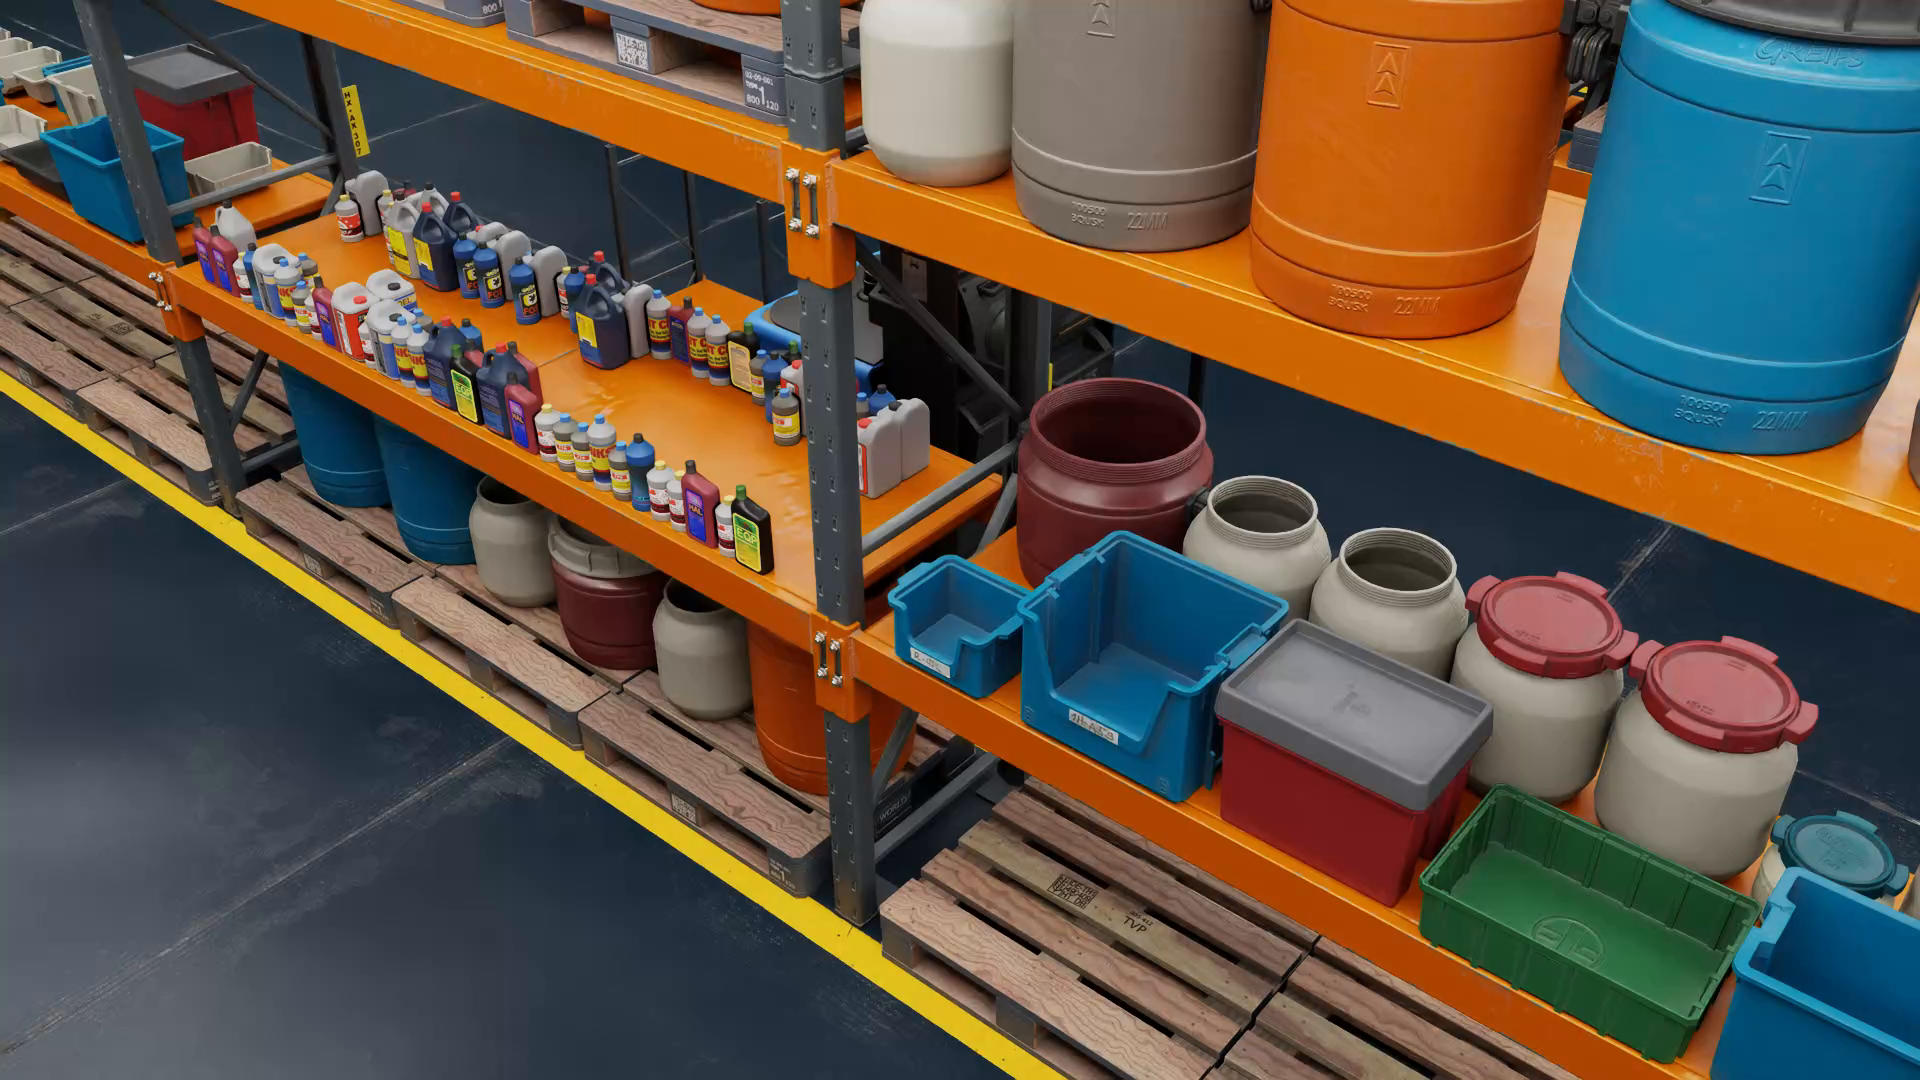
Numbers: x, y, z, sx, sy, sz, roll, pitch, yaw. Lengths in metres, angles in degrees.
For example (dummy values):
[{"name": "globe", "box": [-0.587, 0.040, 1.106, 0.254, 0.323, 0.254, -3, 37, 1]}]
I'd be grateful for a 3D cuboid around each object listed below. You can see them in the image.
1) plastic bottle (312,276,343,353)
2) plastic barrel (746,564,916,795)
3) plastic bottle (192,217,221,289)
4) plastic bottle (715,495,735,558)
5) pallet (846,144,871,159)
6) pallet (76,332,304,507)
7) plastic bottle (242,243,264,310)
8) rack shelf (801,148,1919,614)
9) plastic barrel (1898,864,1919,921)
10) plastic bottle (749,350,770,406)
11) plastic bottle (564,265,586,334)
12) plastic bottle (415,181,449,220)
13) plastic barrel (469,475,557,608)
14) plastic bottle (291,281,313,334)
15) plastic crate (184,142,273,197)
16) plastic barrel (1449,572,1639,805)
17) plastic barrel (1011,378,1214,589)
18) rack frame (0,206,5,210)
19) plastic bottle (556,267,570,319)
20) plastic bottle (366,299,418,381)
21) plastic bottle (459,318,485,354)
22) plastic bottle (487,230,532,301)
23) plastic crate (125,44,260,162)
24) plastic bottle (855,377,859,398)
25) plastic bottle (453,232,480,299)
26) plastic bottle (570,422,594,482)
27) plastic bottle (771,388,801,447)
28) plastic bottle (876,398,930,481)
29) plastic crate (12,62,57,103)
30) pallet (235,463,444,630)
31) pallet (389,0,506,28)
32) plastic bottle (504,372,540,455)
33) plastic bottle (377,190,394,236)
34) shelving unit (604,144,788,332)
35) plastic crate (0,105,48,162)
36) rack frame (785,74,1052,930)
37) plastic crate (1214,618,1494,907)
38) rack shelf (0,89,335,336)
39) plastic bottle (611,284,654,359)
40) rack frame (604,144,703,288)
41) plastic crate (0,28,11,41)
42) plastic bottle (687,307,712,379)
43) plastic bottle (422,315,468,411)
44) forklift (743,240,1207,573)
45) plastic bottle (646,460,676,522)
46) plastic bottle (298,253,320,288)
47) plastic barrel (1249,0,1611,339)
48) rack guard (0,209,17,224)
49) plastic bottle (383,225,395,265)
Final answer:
[{"name": "plastic bottle", "box": [-2.456, -0.883, 6.489, 0.133, 0.283, 0.061, 25, 42, 32]}, {"name": "plastic barrel", "box": [-0.460, 0.430, 6.021, 0.708, 0.830, 0.600, 25, 42, 32]}, {"name": "plastic bottle", "box": [-3.139, -1.204, 6.957, 0.133, 0.283, 0.061, 25, 42, 32]}, {"name": "plastic bottle", "box": [-0.734, -0.051, 5.350, 0.097, 0.201, 0.097, 0, 34, 0]}, {"name": "pallet", "box": [-0.513, -2.886, 11.766, 1.213, 0.211, 1.003, 25, 42, 32]}, {"name": "pallet", "box": [-3.737, -0.671, 8.541, 1.213, 0.211, 1.003, 25, 42, 32]}, {"name": "plastic bottle", "box": [-2.861, -1.082, 6.790, 0.097, 0.271, 0.097, 0, 34, 0]}, {"name": "rack shelf", "box": [1.464, -0.338, 3.578, 4.000, 0.370, 1.077, 25, 42, 32]}, {"name": "plastic barrel", "box": [2.406, 0.829, 3.774, 0.433, 0.535, 0.433, 0, 34, 0]}, {"name": "plastic bottle", "box": [-0.729, -0.607, 6.160, 0.097, 0.201, 0.097, 0, 34, 0]}, {"name": "plastic bottle", "box": [-1.517, -0.963, 6.617, 0.097, 0.271, 0.097, 0, 34, 0]}, {"name": "plastic bottle", "box": [-2.232, -1.360, 7.124, 0.185, 0.351, 0.144, 25, 42, 32]}, {"name": "plastic barrel", "box": [-1.819, -0.014, 6.948, 0.421, 0.512, 0.421, 0, 34, 0]}, {"name": "plastic bottle", "box": [-2.608, -0.934, 6.636, 0.097, 0.201, 0.097, 0, 34, 0]}, {"name": "plastic crate", "box": [-3.414, -1.718, 7.782, 0.243, 0.136, 0.396, 25, 42, 32]}, {"name": "plastic barrel", "box": [1.509, 0.406, 4.389, 0.433, 0.535, 0.433, 0, 34, 0]}, {"name": "plastic barrel", "box": [0.477, -0.142, 5.187, 0.708, 0.536, 0.600, 25, 42, 32]}, {"name": "rack frame", "box": [-6.222, -3.020, 9.498, 0.127, 3.000, 1.000, 25, 42, 32]}, {"name": "plastic bottle", "box": [-1.581, -1.009, 6.745, 0.097, 0.201, 0.097, 0, 34, 0]}, {"name": "plastic bottle", "box": [-2.146, -0.767, 6.327, 0.135, 0.276, 0.152, 25, 42, 32]}, {"name": "plastic bottle", "box": [-1.832, -0.703, 6.238, 0.097, 0.271, 0.097, 0, 34, 0]}, {"name": "plastic bottle", "box": [-1.866, -1.154, 6.890, 0.135, 0.276, 0.152, 25, 42, 32]}, {"name": "plastic crate", "box": [-3.673, -2.055, 7.983, 0.583, 0.464, 0.402, 25, 42, 32]}, {"name": "plastic bottle", "box": [-0.422, -0.510, 5.946, 0.133, 0.283, 0.061, 25, 42, 32]}, {"name": "plastic bottle", "box": [-2.035, -1.140, 6.874, 0.097, 0.271, 0.097, 0, 34, 0]}, {"name": "plastic bottle", "box": [-1.286, -0.311, 5.728, 0.097, 0.201, 0.097, 0, 34, 0]}, {"name": "plastic bottle", "box": [-0.620, -0.444, 5.923, 0.097, 0.201, 0.097, 0, 34, 0]}, {"name": "plastic bottle", "box": [-0.199, -0.368, 5.746, 0.135, 0.276, 0.152, 25, 42, 32]}, {"name": "plastic crate", "box": [-4.796, -2.419, 8.802, 0.250, 0.136, 0.298, 25, 42, 32]}, {"name": "pallet", "box": [-2.581, -0.124, 7.744, 1.213, 0.211, 1.003, 25, 42, 32]}, {"name": "pallet", "box": [-1.609, -2.079, 5.644, 1.213, 0.211, 1.003, 25, 42, 32]}, {"name": "plastic bottle", "box": [-1.536, -0.449, 5.857, 0.133, 0.283, 0.061, 25, 42, 32]}, {"name": "plastic bottle", "box": [-2.531, -1.457, 7.397, 0.097, 0.201, 0.097, 0, 34, 0]}, {"name": "shelving unit", "box": [-1.113, -1.148, 8.096, 1.083, 1.500, 0.587, 26, 42, 32]}, {"name": "plastic crate", "box": [-4.678, -1.987, 8.174, 0.466, 0.136, 0.293, 25, 42, 32]}, {"name": "rack frame", "box": [-0.073, -0.122, 5.278, 0.127, 3.000, 1.000, 25, 42, 32]}, {"name": "plastic crate", "box": [0.973, 0.570, 4.214, 0.583, 0.464, 0.402, 25, 42, 32]}, {"name": "rack shelf", "box": [-4.684, -1.999, 8.646, 4.000, 0.370, 1.077, 25, 42, 32]}, {"name": "plastic bottle", "box": [-1.265, -0.871, 6.478, 0.135, 0.276, 0.152, 25, 42, 32]}, {"name": "rack frame", "box": [-1.494, -1.330, 8.362, 0.032, 1.500, 0.500, 26, 42, 32]}, {"name": "plastic crate", "box": [-5.479, -2.719, 9.240, 0.243, 0.136, 0.396, 25, 42, 32]}, {"name": "plastic bottle", "box": [-0.981, -0.755, 6.314, 0.097, 0.271, 0.097, 0, 34, 0]}, {"name": "plastic bottle", "box": [-1.876, -0.668, 6.116, 0.185, 0.351, 0.144, 25, 42, 32]}, {"name": "forklift", "box": [0.482, -0.978, 6.586, 3.031, 2.935, 1.130, 25, 42, 32]}, {"name": "plastic bottle", "box": [-0.986, -0.170, 5.523, 0.097, 0.201, 0.097, 0, 34, 0]}, {"name": "plastic bottle", "box": [-2.689, -1.084, 6.854, 0.097, 0.201, 0.097, 0, 34, 0]}, {"name": "plastic barrel", "box": [0.922, -0.907, 3.392, 0.708, 0.830, 0.600, 25, 42, 32]}, {"name": "rack guard", "box": [-6.248, -1.992, 10.210, 0.348, 0.500, 1.175, 25, 42, 32]}, {"name": "plastic bottle", "box": [-2.422, -1.294, 7.159, 0.097, 0.201, 0.097, 0, 34, 0]}]
